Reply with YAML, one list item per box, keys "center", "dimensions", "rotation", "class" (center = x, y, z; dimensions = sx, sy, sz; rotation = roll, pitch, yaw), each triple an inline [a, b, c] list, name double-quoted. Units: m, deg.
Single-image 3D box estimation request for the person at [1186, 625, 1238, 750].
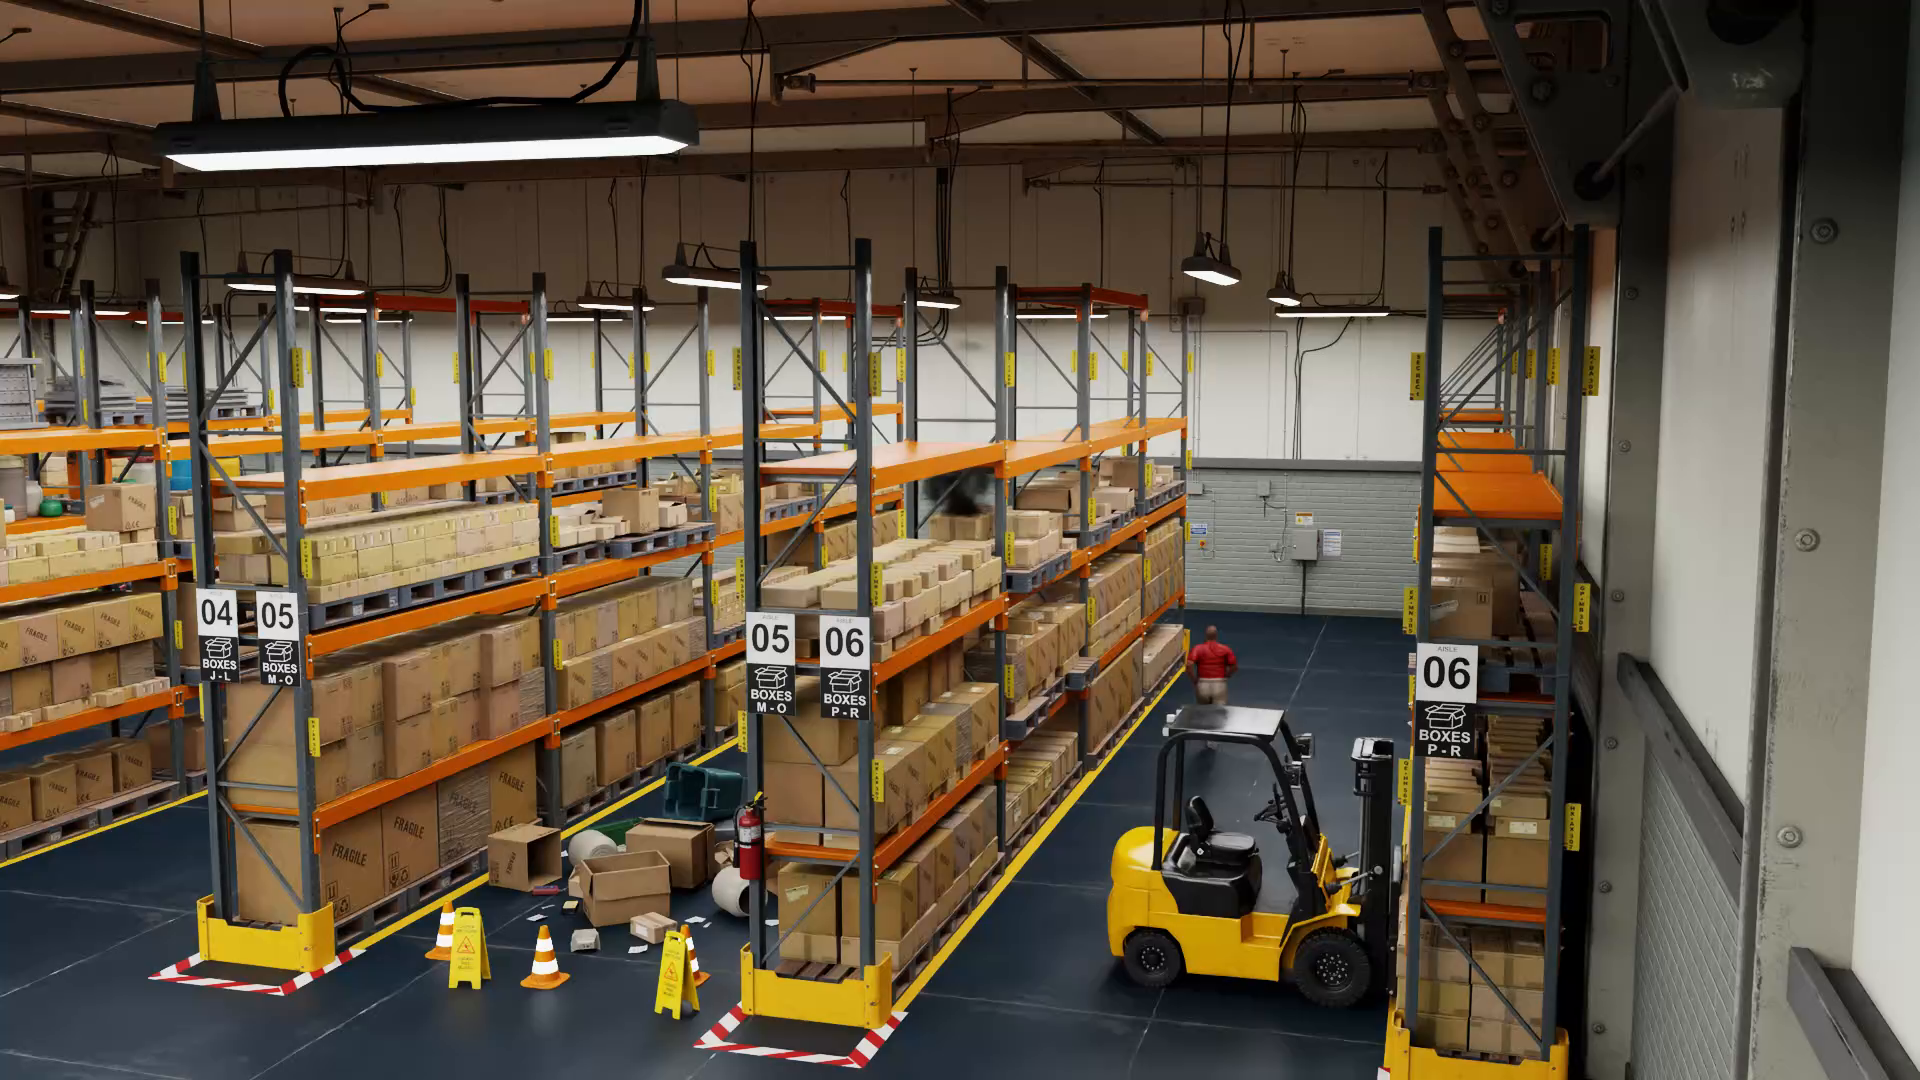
- center: [3.241, 1.957, 21.359]
  dimensions: [0.634, 1.732, 1.103]
  rotation: [2, 7, 17]
  class: "person"
